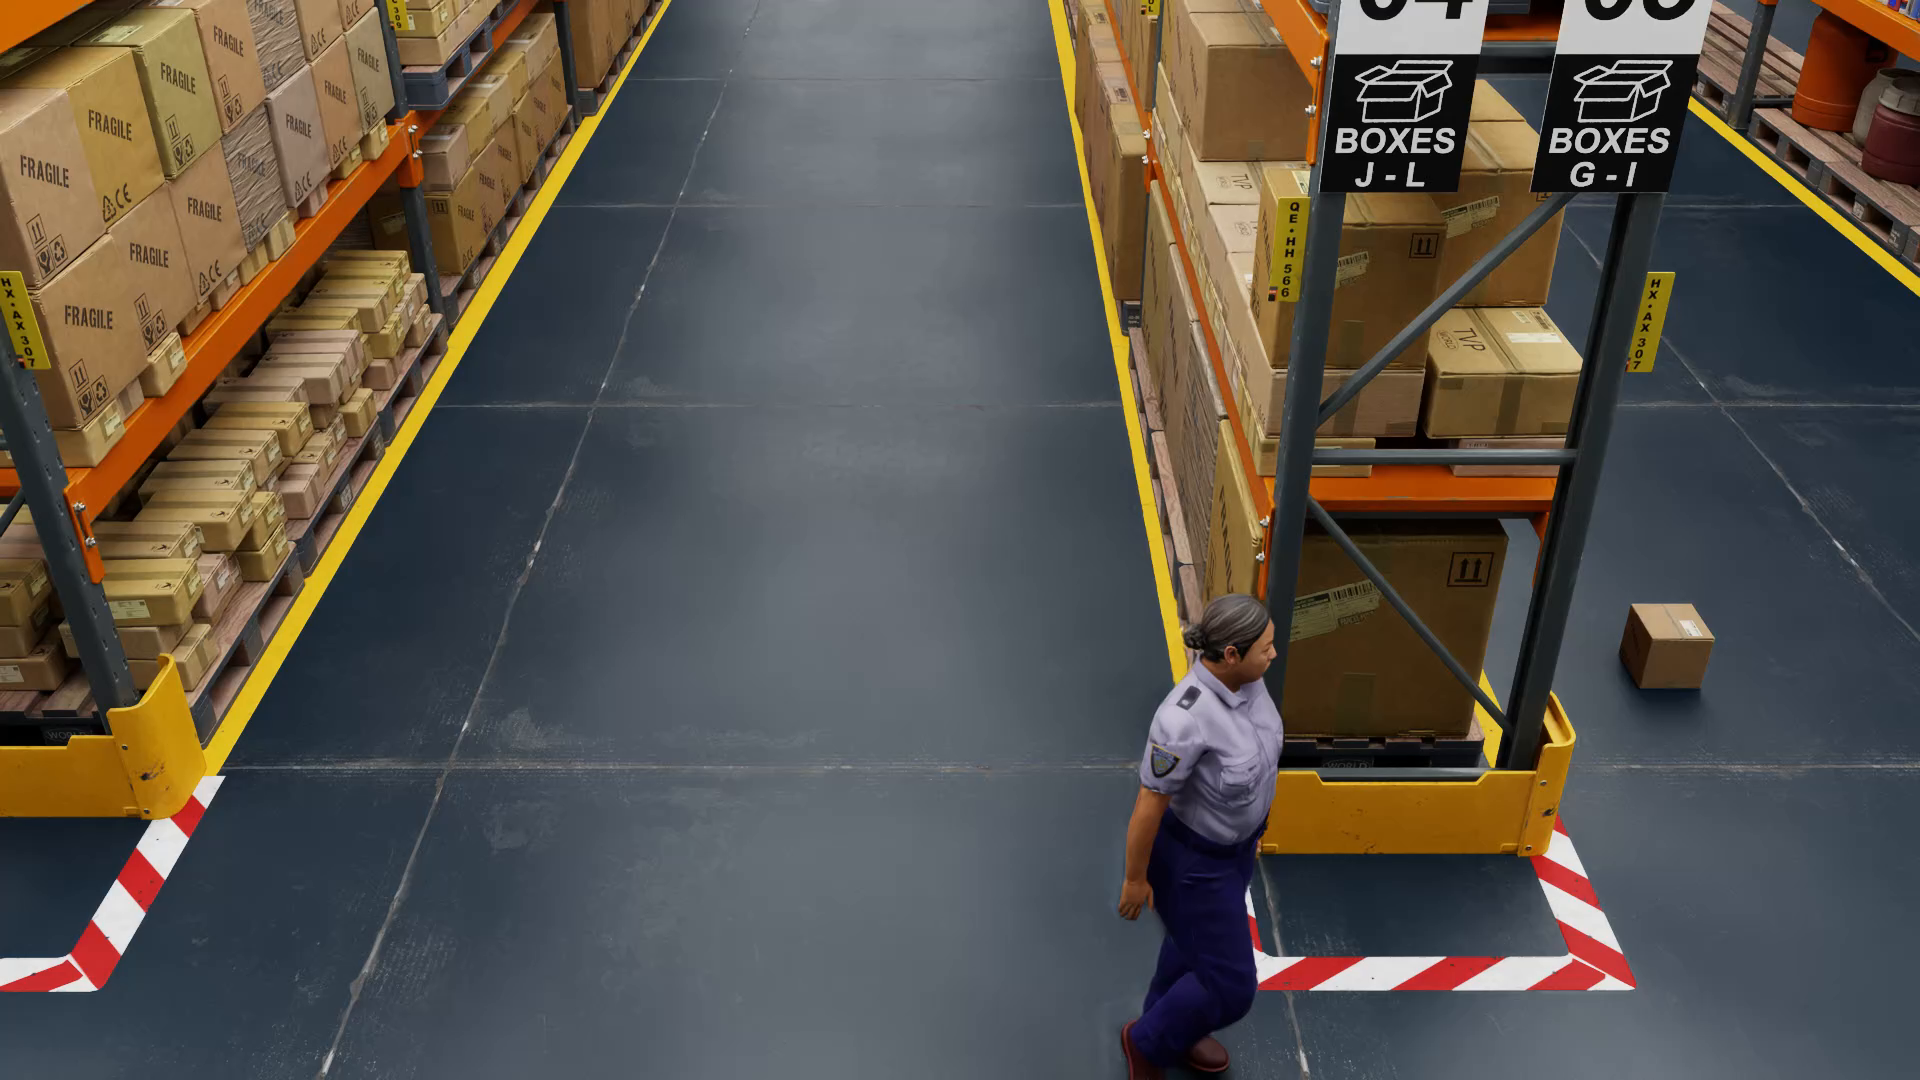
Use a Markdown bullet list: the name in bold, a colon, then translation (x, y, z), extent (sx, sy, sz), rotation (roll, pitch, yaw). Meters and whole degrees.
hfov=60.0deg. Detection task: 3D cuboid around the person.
- **person**: translation (0.715, 0.899, 4.679), extent (0.447, 1.650, 0.582), rotation (19, 36, 27)
